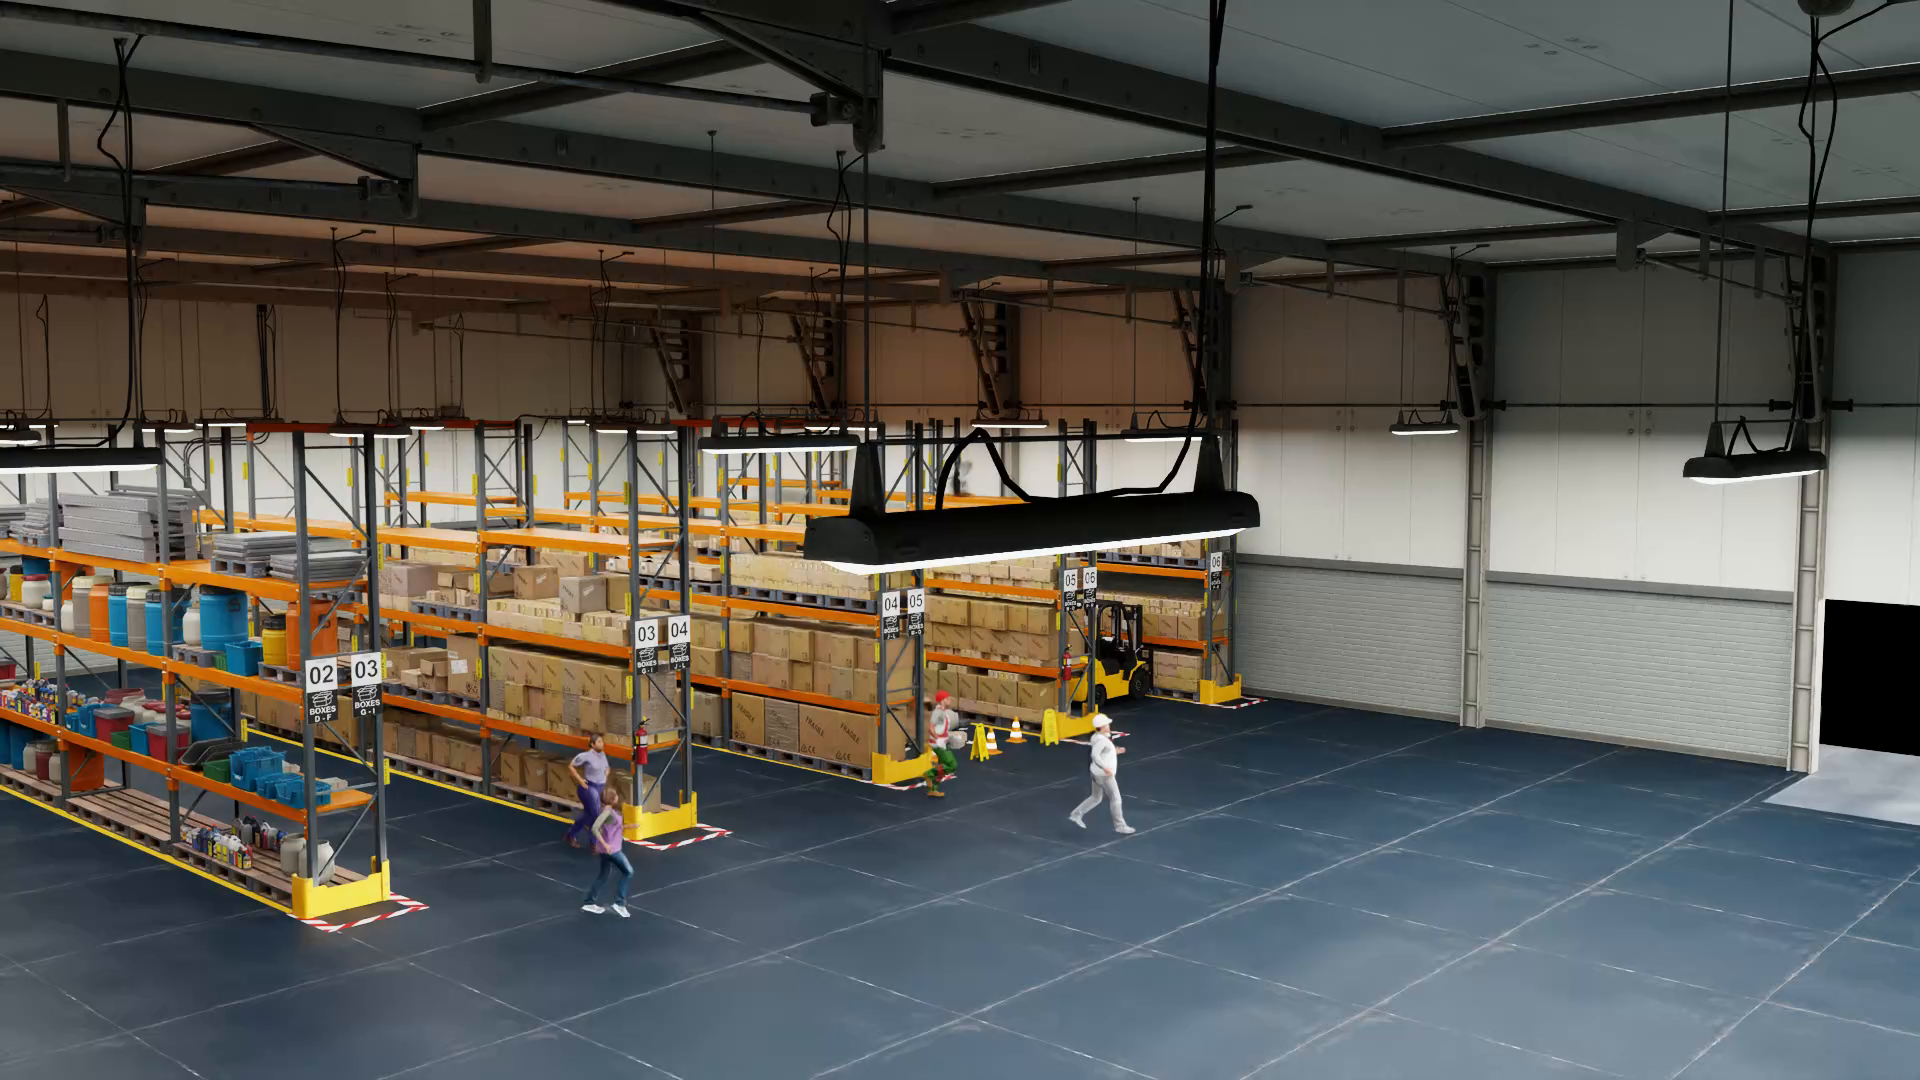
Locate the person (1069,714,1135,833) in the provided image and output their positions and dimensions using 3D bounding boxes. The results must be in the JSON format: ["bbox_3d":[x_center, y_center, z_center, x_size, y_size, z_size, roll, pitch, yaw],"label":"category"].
[{"bbox_3d":[2.096,3.428,24.403,0.970,1.758,0.656,-1,5,-12],"label":"person"}]

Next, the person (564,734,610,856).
[{"bbox_3d":[-5.262,3.612,23.663,0.751,1.685,0.600,2,5,21],"label":"person"}]

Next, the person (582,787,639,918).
[{"bbox_3d":[-4.304,3.858,20.484,0.706,1.633,0.505,-2,5,-19],"label":"person"}]

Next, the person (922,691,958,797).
[{"bbox_3d":[-0.323,3.283,26.855,0.566,1.713,0.623,0,5,1],"label":"person"}]
